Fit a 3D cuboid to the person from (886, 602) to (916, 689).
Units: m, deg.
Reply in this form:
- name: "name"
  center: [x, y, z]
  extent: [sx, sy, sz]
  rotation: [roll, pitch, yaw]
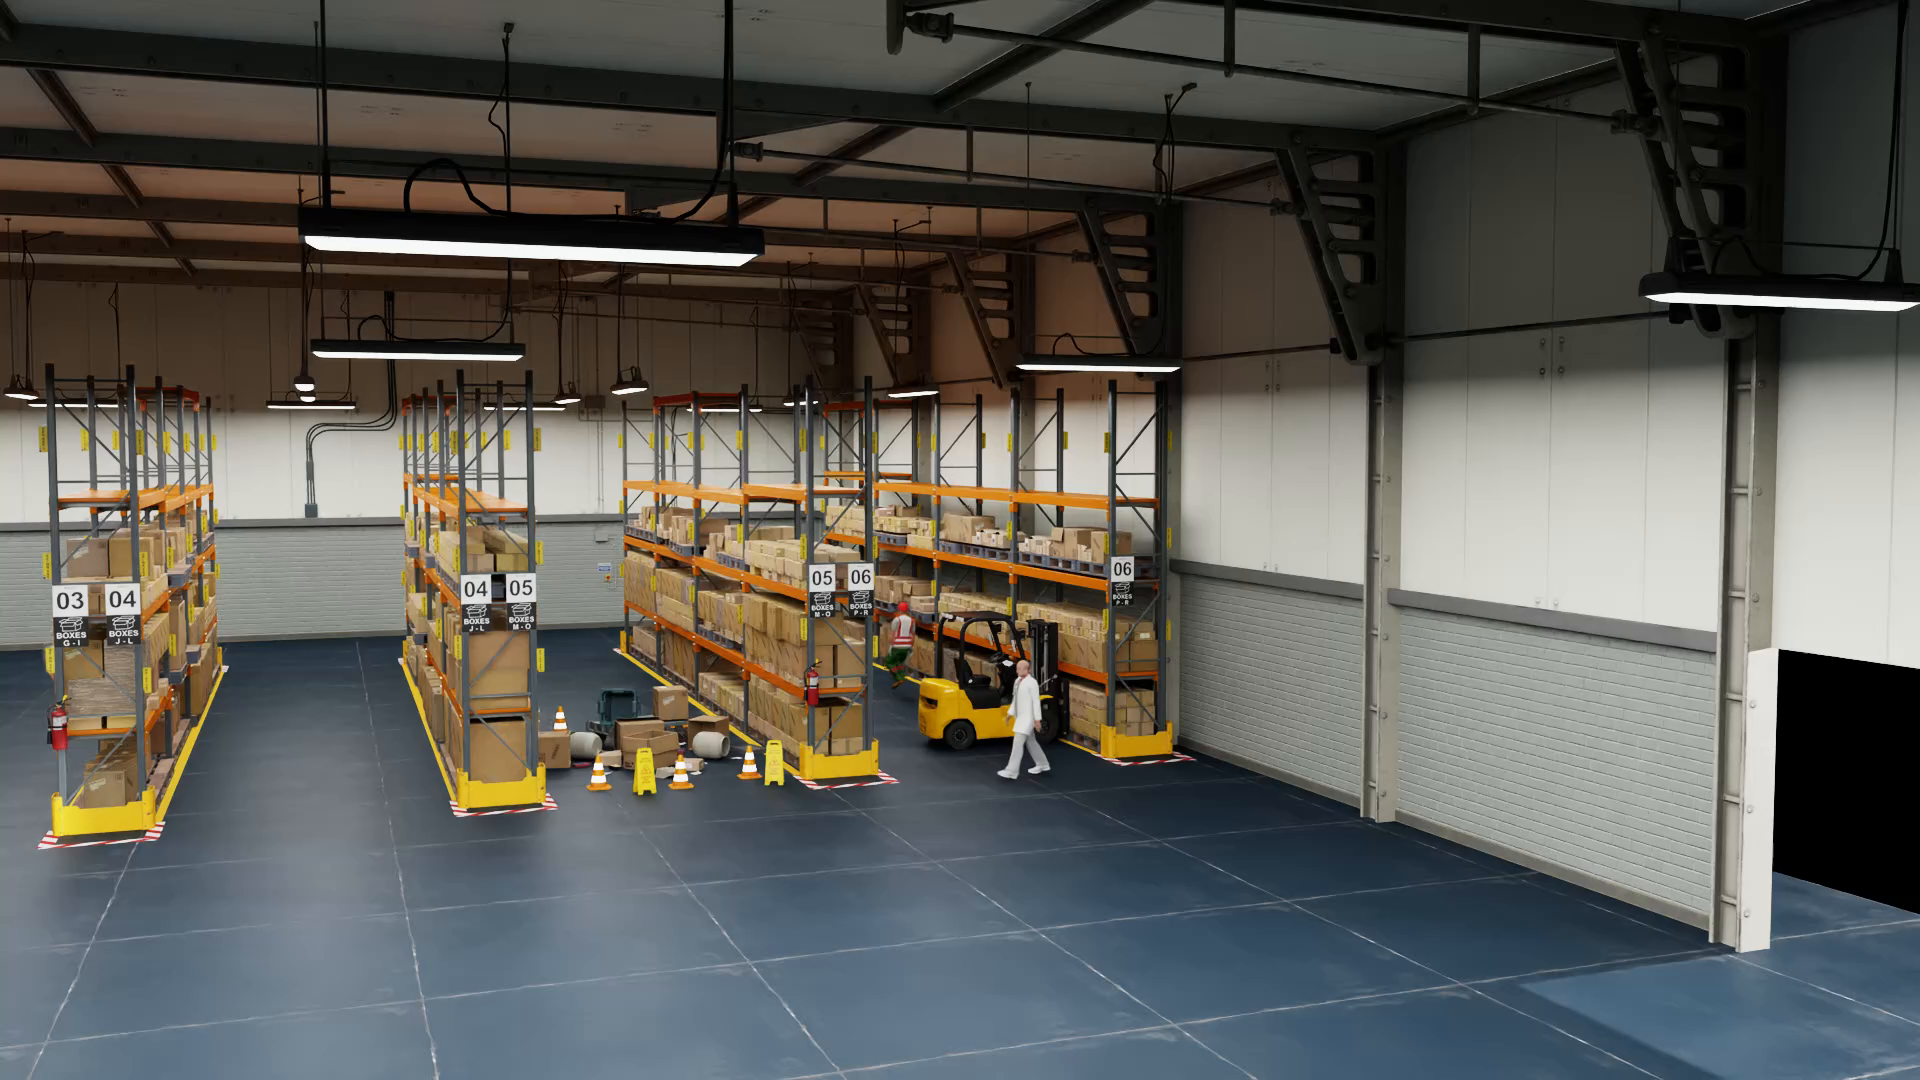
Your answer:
- name: "person"
  center: [-1.160, 2.069, 32.655]
  extent: [0.593, 1.690, 0.554]
  rotation: [-2, 4, -28]

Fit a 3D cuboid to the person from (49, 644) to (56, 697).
- name: "person"
  center: [-16.415, 2.421, 30.410]
  extent: [0.531, 1.633, 0.560]
  rotation: [-2, 4, -31]

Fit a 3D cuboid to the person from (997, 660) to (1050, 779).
- name: "person"
  center: [0.942, 2.672, 24.920]
  extent: [0.953, 1.756, 0.584]
  rotation: [-1, 4, -18]
